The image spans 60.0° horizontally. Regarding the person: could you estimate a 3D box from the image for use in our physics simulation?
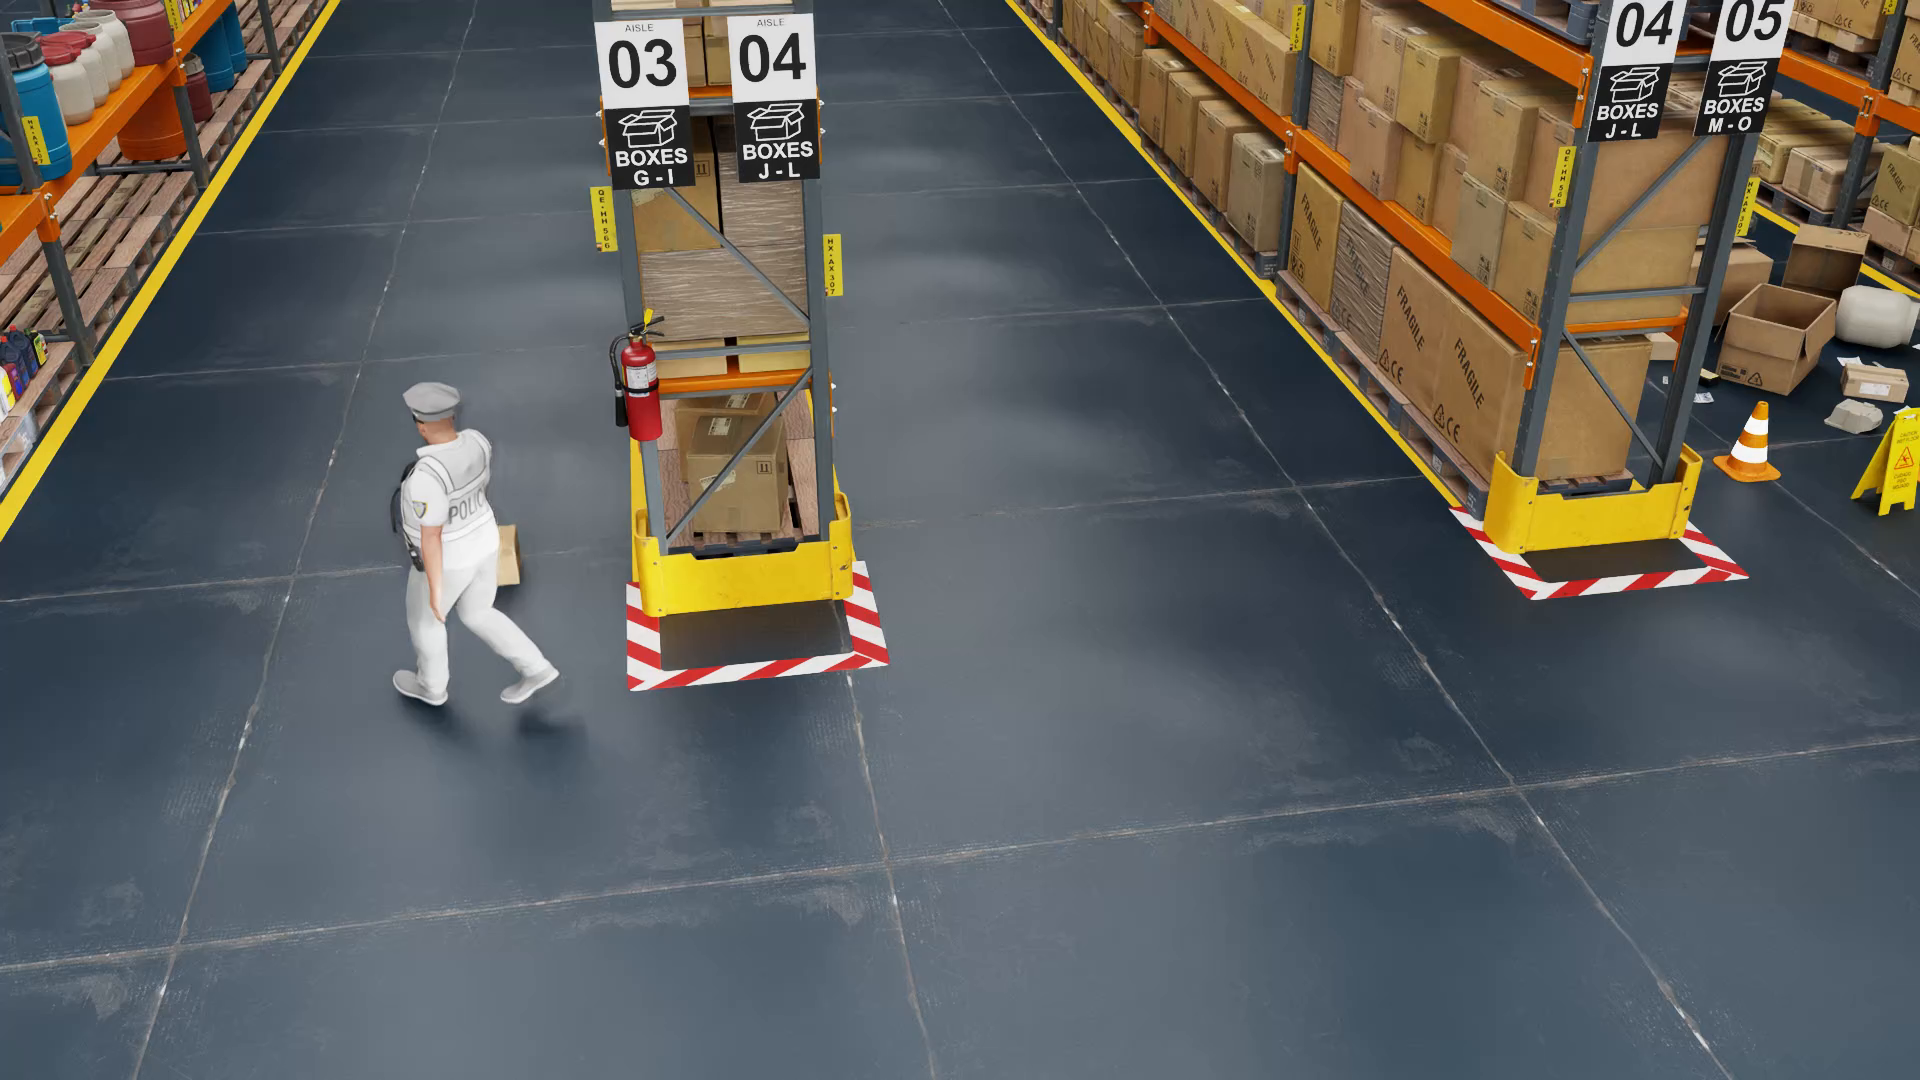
[{"bbox_3d":[-2.458,0.070,8.012,0.900,1.714,0.612,11,32,18],"label":"person"}]
